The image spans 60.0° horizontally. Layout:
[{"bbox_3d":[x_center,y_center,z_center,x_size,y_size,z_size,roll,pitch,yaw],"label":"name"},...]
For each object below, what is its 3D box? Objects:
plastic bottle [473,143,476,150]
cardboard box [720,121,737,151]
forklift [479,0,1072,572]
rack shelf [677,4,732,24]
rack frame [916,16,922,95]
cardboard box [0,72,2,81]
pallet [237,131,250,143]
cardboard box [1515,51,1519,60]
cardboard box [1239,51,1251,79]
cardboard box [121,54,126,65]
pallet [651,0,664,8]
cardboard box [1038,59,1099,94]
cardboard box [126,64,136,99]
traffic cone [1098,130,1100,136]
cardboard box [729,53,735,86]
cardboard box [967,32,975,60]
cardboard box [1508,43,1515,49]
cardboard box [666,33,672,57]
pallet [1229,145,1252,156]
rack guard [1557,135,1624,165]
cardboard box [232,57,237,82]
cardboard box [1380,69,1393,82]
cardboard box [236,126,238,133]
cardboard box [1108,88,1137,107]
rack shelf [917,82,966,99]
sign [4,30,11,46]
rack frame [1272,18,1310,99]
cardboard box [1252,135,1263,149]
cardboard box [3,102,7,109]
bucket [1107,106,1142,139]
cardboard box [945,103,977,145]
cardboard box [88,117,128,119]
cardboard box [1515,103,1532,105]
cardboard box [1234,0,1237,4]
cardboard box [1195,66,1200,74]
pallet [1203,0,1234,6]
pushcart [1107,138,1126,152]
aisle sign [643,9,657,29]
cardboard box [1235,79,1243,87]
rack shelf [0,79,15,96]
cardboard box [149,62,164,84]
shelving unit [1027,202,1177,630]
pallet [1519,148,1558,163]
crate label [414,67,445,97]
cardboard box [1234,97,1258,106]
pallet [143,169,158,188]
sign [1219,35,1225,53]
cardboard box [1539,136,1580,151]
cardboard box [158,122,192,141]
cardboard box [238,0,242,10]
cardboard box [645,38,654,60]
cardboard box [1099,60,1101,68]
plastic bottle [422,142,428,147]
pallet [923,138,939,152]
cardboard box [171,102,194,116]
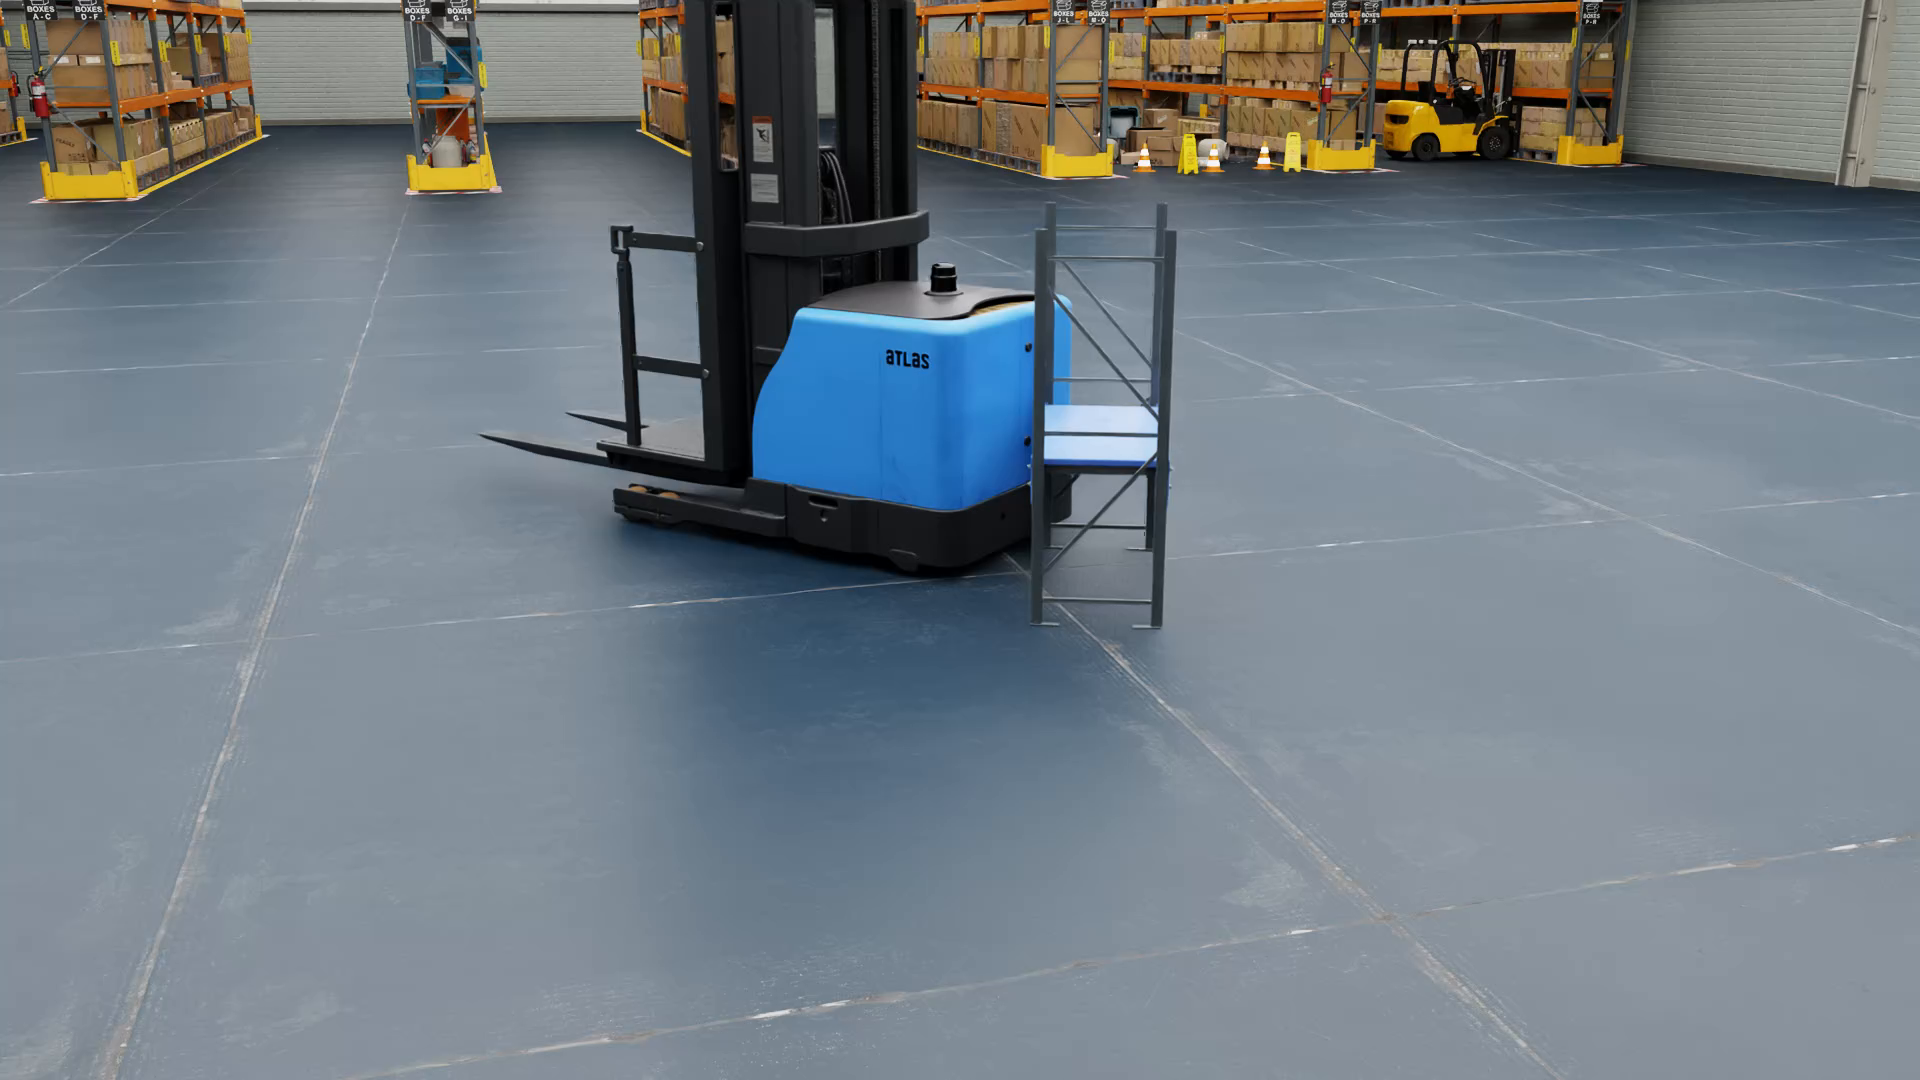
[{"bbox_3d":[-8.134,-6.493,27.810,0.061,0.283,0.133,-4,17,-12],"label":"plastic bottle"},{"bbox_3d":[-4.112,-7.410,30.487,0.700,0.500,0.500,-6,18,-20],"label":"cardboard box"},{"bbox_3d":[-1.005,-1.573,7.594,3.031,2.935,1.130,11,20,32],"label":"forklift"},{"bbox_3d":[-4.513,-9.870,31.133,1.077,0.370,4.000,-5,17,-15],"label":"rack shelf"},{"bbox_3d":[-1.365,-10.802,38.199,1.000,3.000,0.127,-5,17,-15],"label":"rack frame"},{"bbox_3d":[-21.189,-10.172,35.581,0.980,0.700,0.700,-5,17,-16],"label":"cardboard box"},{"bbox_3d":[-16.215,-8.848,36.542,1.003,0.211,1.213,-5,17,-15],"label":"pallet"},{"bbox_3d":[10.713,-9.157,31.420,0.380,0.149,0.250,-5,17,-16],"label":"cardboard box"},{"bbox_3d":[5.578,-8.918,31.236,0.500,0.500,0.500,-5,17,-15],"label":"cardboard box"},{"bbox_3d":[-12.576,-7.106,24.593,0.380,0.149,0.250,-5,18,-17],"label":"cardboard box"},{"bbox_3d":[-6.377,-12.059,37.324,1.003,0.211,1.213,-5,17,-15],"label":"pallet"},{"bbox_3d":[1.787,-7.654,27.457,0.875,0.550,0.550,-5,17,-15],"label":"cardboard box"},{"bbox_3d":[-12.934,-6.942,25.176,0.700,0.500,0.500,-4,17,-14],"label":"cardboard box"},{"bbox_3d":[2.837,-8.027,33.370,0.336,0.463,0.334,-5,17,-15],"label":"traffic cone"},{"bbox_3d":[-3.242,-7.592,26.821,0.875,0.500,0.500,-5,17,-15],"label":"cardboard box"},{"bbox_3d":[0.548,-9.395,31.602,0.700,0.500,0.500,-5,17,-16],"label":"cardboard box"},{"bbox_3d":[10.655,-9.374,31.625,0.380,0.149,0.250,-5,17,-15],"label":"cardboard box"},{"bbox_3d":[-5.979,-10.790,36.242,0.797,0.503,0.637,-5,17,-17],"label":"cardboard box"},{"bbox_3d":[5.783,-7.490,32.020,1.003,0.211,1.213,-5,17,-15],"label":"pallet"},{"bbox_3d":[11.442,-7.092,30.192,1.175,0.500,0.348,-5,17,-15],"label":"rack guard"},{"bbox_3d":[-15.710,-10.007,35.380,0.500,0.500,0.500,-4,17,-14],"label":"cardboard box"},{"bbox_3d":[9.406,-10.013,35.833,0.500,0.250,0.500,-5,18,-17],"label":"cardboard box"},{"bbox_3d":[-15.843,-8.881,35.964,0.380,0.166,0.250,-5,17,-15],"label":"cardboard box"},{"bbox_3d":[3.869,-9.990,38.460,0.875,0.875,0.875,-4,17,-14],"label":"cardboard box"},{"bbox_3d":[-0.816,-9.904,36.460,1.077,0.370,4.000,-5,17,-15],"label":"rack shelf"},{"bbox_3d":[-21.024,-11.076,36.688,0.100,0.325,0.005,-5,17,-15],"label":"sign"},{"bbox_3d":[8.138,-11.615,40.904,1.000,3.000,0.127,-5,17,-15],"label":"rack frame"},{"bbox_3d":[5.773,-7.415,30.972,0.500,0.250,0.500,-5,17,-16],"label":"cardboard box"},{"bbox_3d":[-21.050,-9.477,36.276,0.380,0.149,0.250,-5,17,-16],"label":"cardboard box"},{"bbox_3d":[3.087,-7.894,31.566,0.726,0.611,0.620,1,7,4],"label":"bucket"},{"bbox_3d":[0.315,-8.145,32.532,1.050,0.750,0.750,-5,17,-15],"label":"cardboard box"},{"bbox_3d":[-13.663,-6.533,26.733,0.500,0.500,0.500,-5,17,-15],"label":"cardboard box"},{"bbox_3d":[10.937,-8.364,32.395,0.500,0.250,0.500,-5,17,-15],"label":"cardboard box"},{"bbox_3d":[5.413,-10.218,31.477,0.380,0.149,0.250,-5,17,-16],"label":"cardboard box"},{"bbox_3d":[4.924,-9.423,33.314,0.380,0.149,0.250,-5,17,-15],"label":"cardboard box"},{"bbox_3d":[5.498,-10.534,32.420,1.213,0.211,1.003,-5,17,-15],"label":"pallet"},{"bbox_3d":[3.386,-7.558,31.959,1.648,0.377,0.936,-12,20,-34],"label":"pushcart"},{"bbox_3d":[-7.570,-12.785,40.283,0.394,0.787,0.004,-5,17,-15],"label":"aisle sign"},{"bbox_3d":[5.462,-8.710,31.670,0.380,0.149,0.250,-4,17,-14],"label":"cardboard box"},{"bbox_3d":[-21.000,-9.472,35.020,1.077,0.370,4.000,-5,17,-15],"label":"rack shelf"},{"bbox_3d":[-13.830,-7.850,28.198,0.500,0.500,0.500,-3,17,-11],"label":"cardboard box"},{"bbox_3d":[0.563,-0.532,6.615,0.538,1.500,1.048,1,17,5],"label":"shelving unit"},{"bbox_3d":[11.185,-7.168,30.949,1.003,0.211,1.213,-5,17,-15],"label":"pallet"},{"bbox_3d":[-8.392,-7.232,26.251,0.502,0.435,0.616,-5,17,-15],"label":"crate label"},{"bbox_3d":[5.444,-8.339,31.616,0.380,0.149,0.250,-4,17,-14],"label":"cardboard box"},{"bbox_3d":[-12.972,-5.546,25.548,1.003,0.211,1.213,-5,17,-15],"label":"pallet"},{"bbox_3d":[5.032,-9.518,31.912,0.100,0.325,0.005,-5,17,-15],"label":"sign"},{"bbox_3d":[11.003,-7.285,30.539,0.500,0.250,0.500,-5,17,-15],"label":"cardboard box"},{"bbox_3d":[-13.787,-7.155,29.131,0.500,0.311,0.500,-4,17,-14],"label":"cardboard box"},{"bbox_3d":[-16.393,-12.006,37.252,0.500,0.250,0.500,-5,17,-15],"label":"cardboard box"},{"bbox_3d":[-7.104,-11.539,39.092,0.500,0.500,0.500,-5,17,-17],"label":"cardboard box"},{"bbox_3d":[3.499,-10.961,38.120,0.500,0.250,0.500,-4,17,-15],"label":"cardboard box"},{"bbox_3d":[-8.683,-6.298,27.045,0.144,0.351,0.185,-4,17,-13],"label":"plastic bottle"},{"bbox_3d":[-0.122,-8.136,34.171,1.003,0.211,1.213,-5,17,-15],"label":"pallet"},{"bbox_3d":[-15.376,-8.460,32.679,0.500,0.250,0.500,-5,17,-16],"label":"cardboard box"}]
